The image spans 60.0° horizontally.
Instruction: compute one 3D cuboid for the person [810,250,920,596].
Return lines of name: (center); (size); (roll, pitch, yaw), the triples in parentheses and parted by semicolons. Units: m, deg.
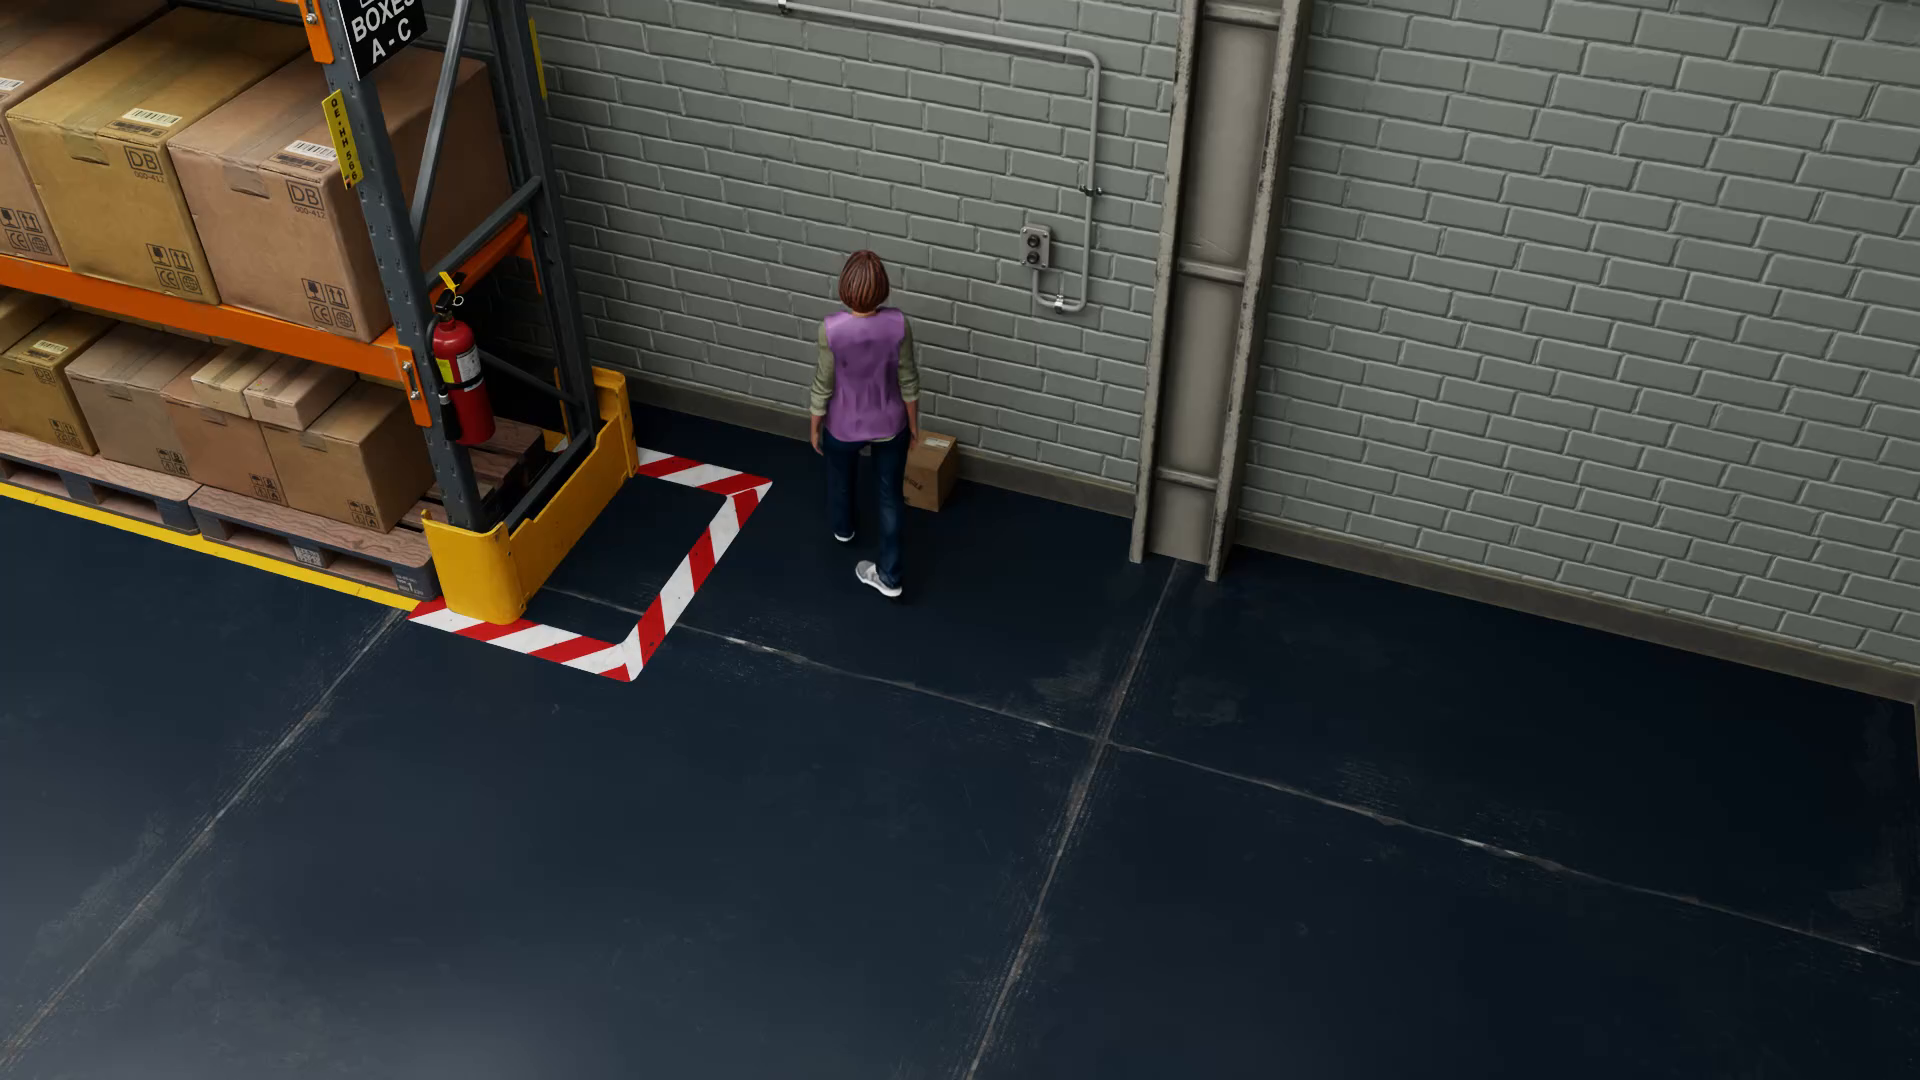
person: (-0.397, -0.535, 6.751); (0.445, 1.590, 0.661); (-6, 42, -7)
